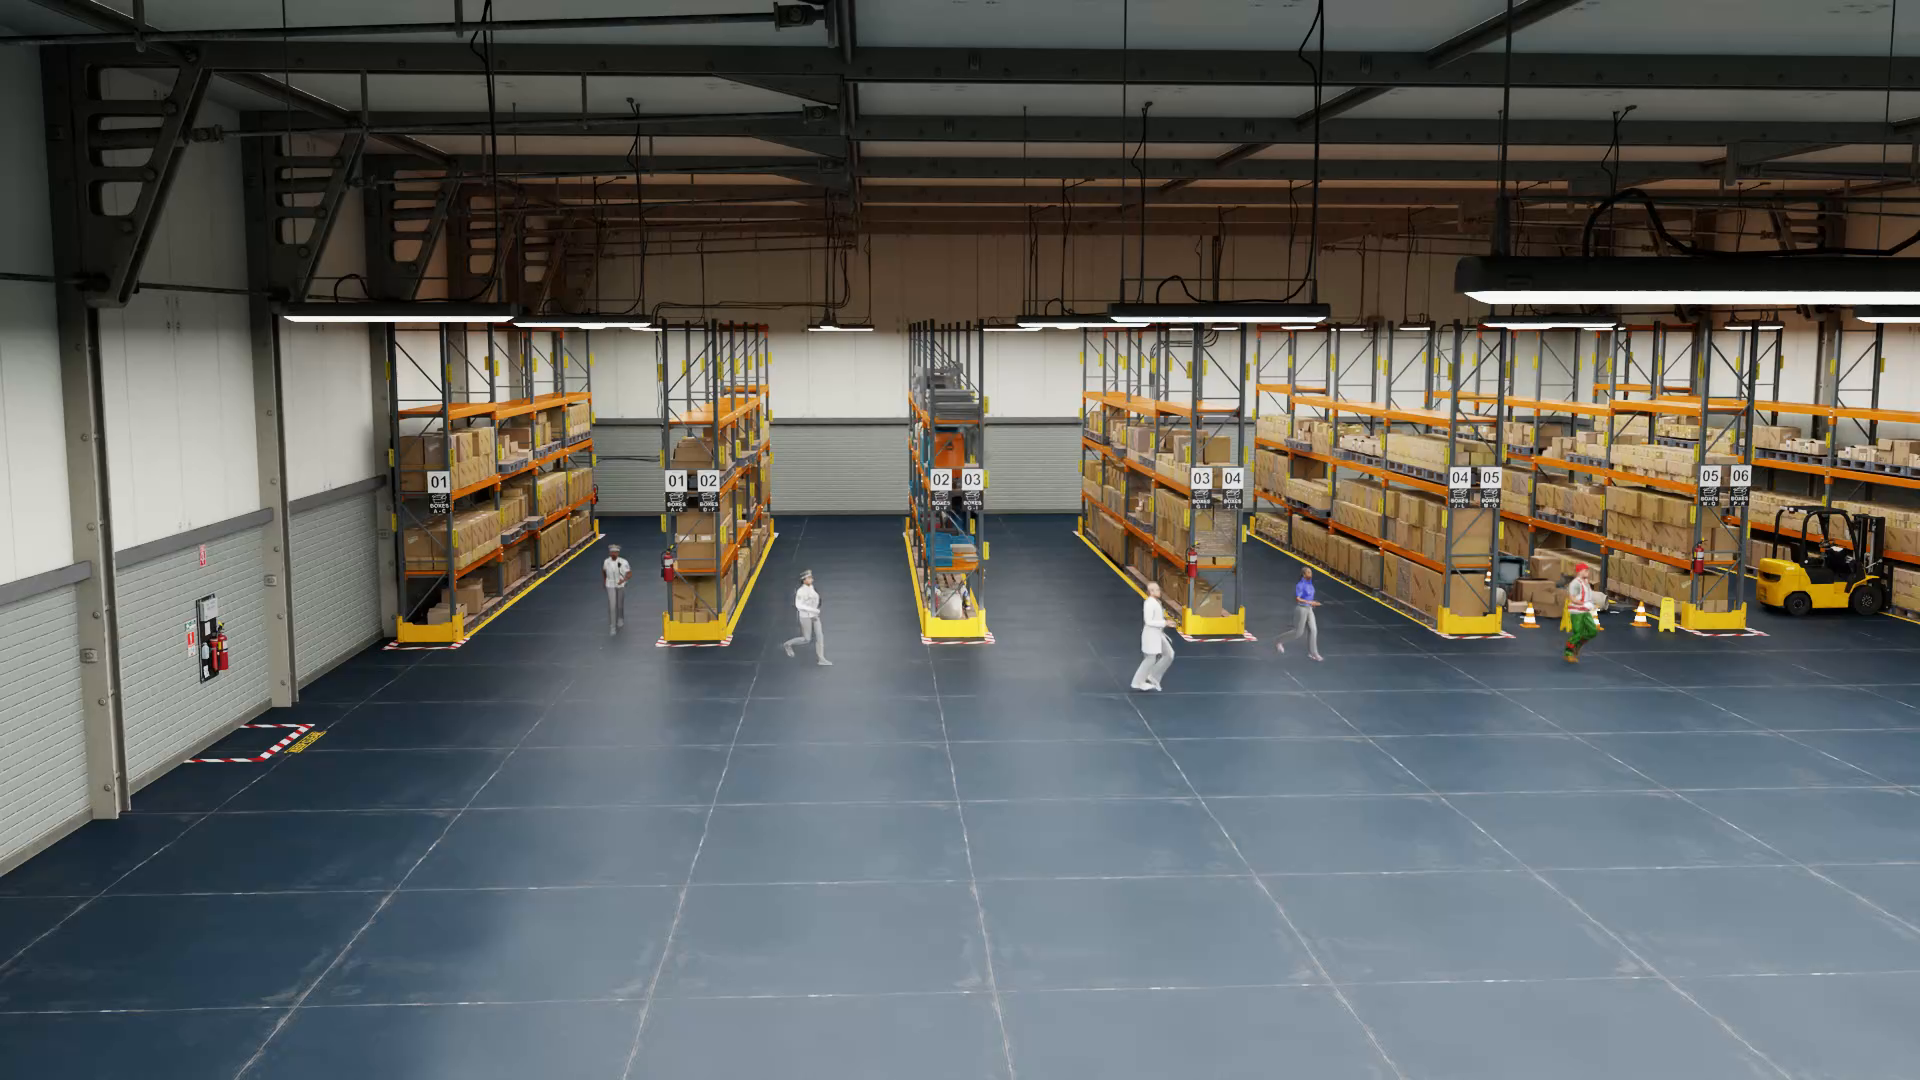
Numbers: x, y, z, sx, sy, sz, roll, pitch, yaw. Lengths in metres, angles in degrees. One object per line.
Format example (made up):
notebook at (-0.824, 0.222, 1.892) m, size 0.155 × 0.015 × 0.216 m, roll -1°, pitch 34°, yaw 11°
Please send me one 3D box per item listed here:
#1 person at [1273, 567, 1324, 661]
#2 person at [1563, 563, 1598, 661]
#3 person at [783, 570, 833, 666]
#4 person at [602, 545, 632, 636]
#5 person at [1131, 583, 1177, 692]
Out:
person at (6.039, 1.286, 29.442) m, size 0.907 × 1.663 × 0.588 m, roll 5°, pitch 9°, yaw 36°
person at (10.885, 1.262, 29.032) m, size 0.690 × 1.742 × 0.618 m, roll -6°, pitch 9°, yaw -41°
person at (-2.616, 1.336, 28.837) m, size 0.938 × 1.661 × 0.630 m, roll 4°, pitch 8°, yaw 27°
person at (-6.605, 0.925, 32.055) m, size 0.571 × 1.725 × 0.855 m, roll -1°, pitch 7°, yaw -6°
person at (3.126, 1.573, 26.630) m, size 0.775 × 1.796 × 0.681 m, roll 3°, pitch 8°, yaw 24°
